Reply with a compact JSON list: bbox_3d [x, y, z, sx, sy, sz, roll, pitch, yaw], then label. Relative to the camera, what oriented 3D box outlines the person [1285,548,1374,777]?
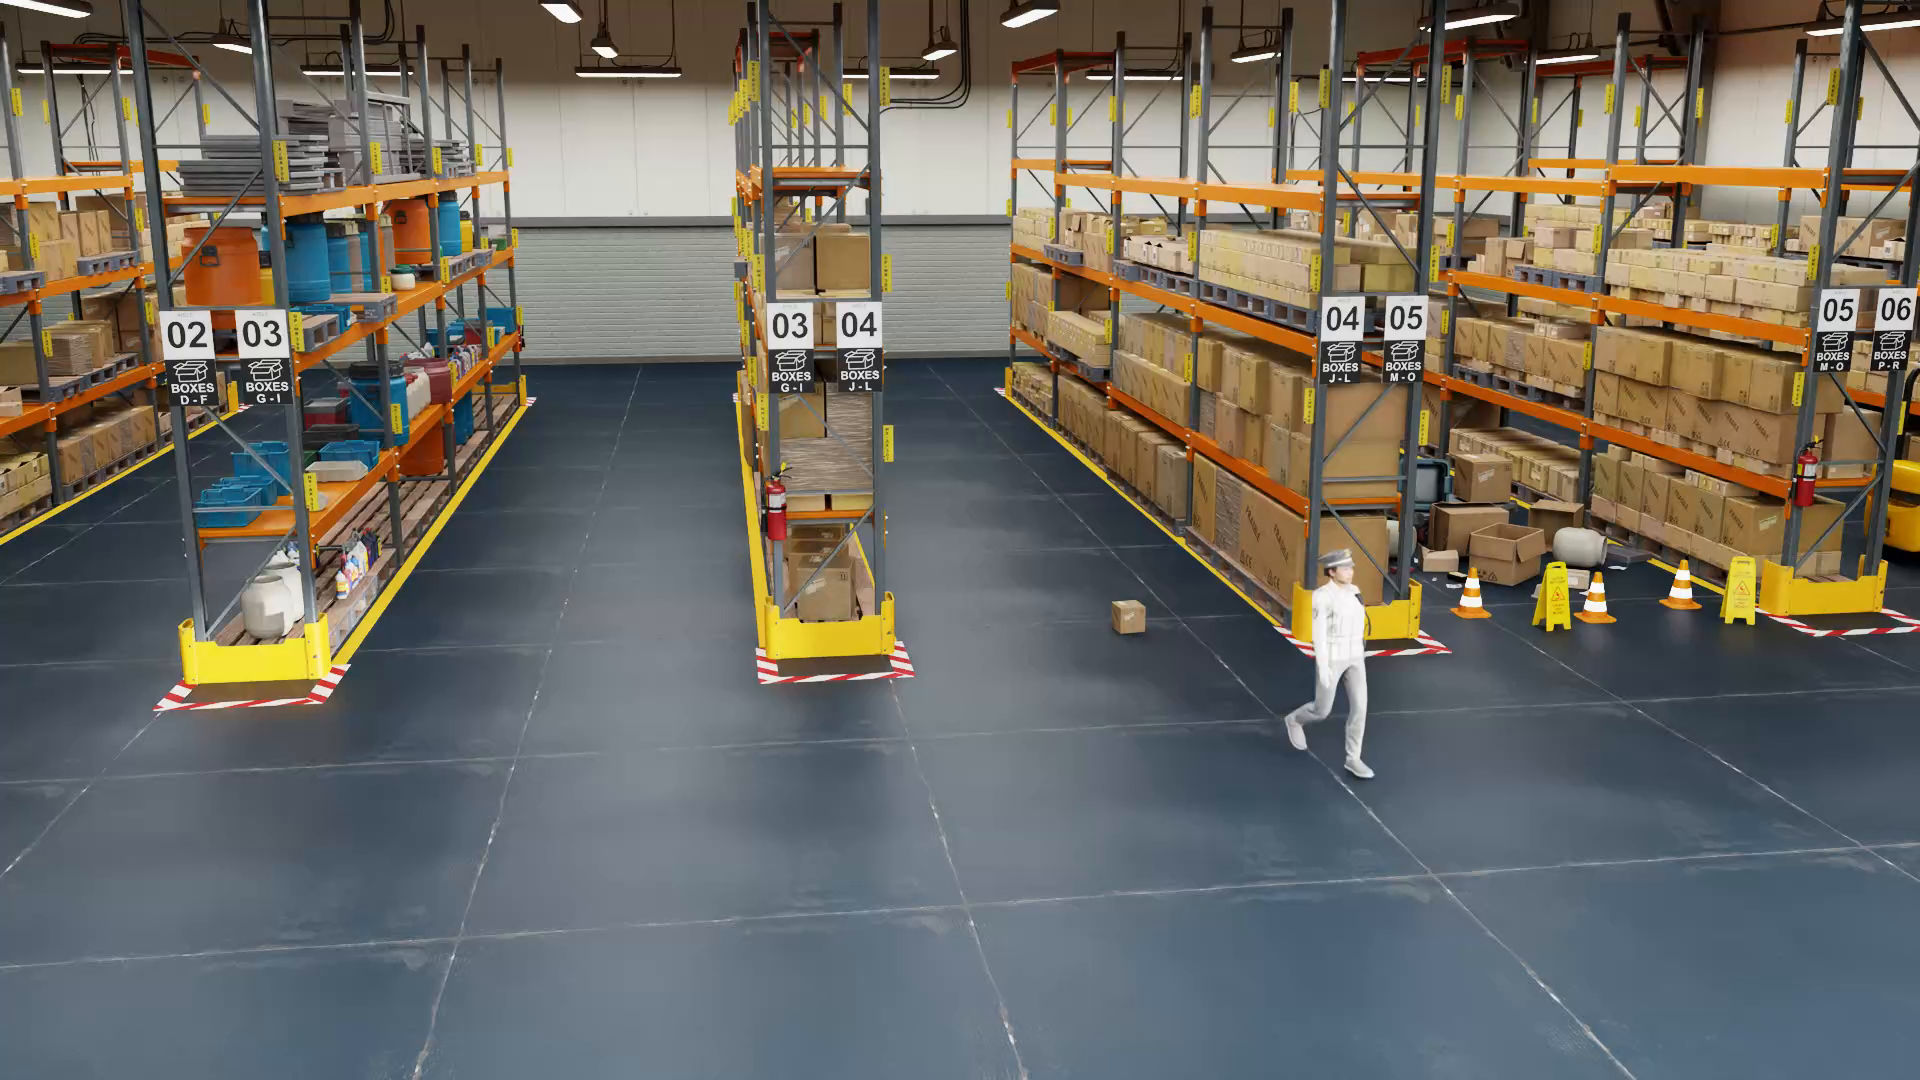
[{"bbox_3d":[2.764,0.856,12.246,0.471,1.656,0.818,-6,15,-24],"label":"person"}]
